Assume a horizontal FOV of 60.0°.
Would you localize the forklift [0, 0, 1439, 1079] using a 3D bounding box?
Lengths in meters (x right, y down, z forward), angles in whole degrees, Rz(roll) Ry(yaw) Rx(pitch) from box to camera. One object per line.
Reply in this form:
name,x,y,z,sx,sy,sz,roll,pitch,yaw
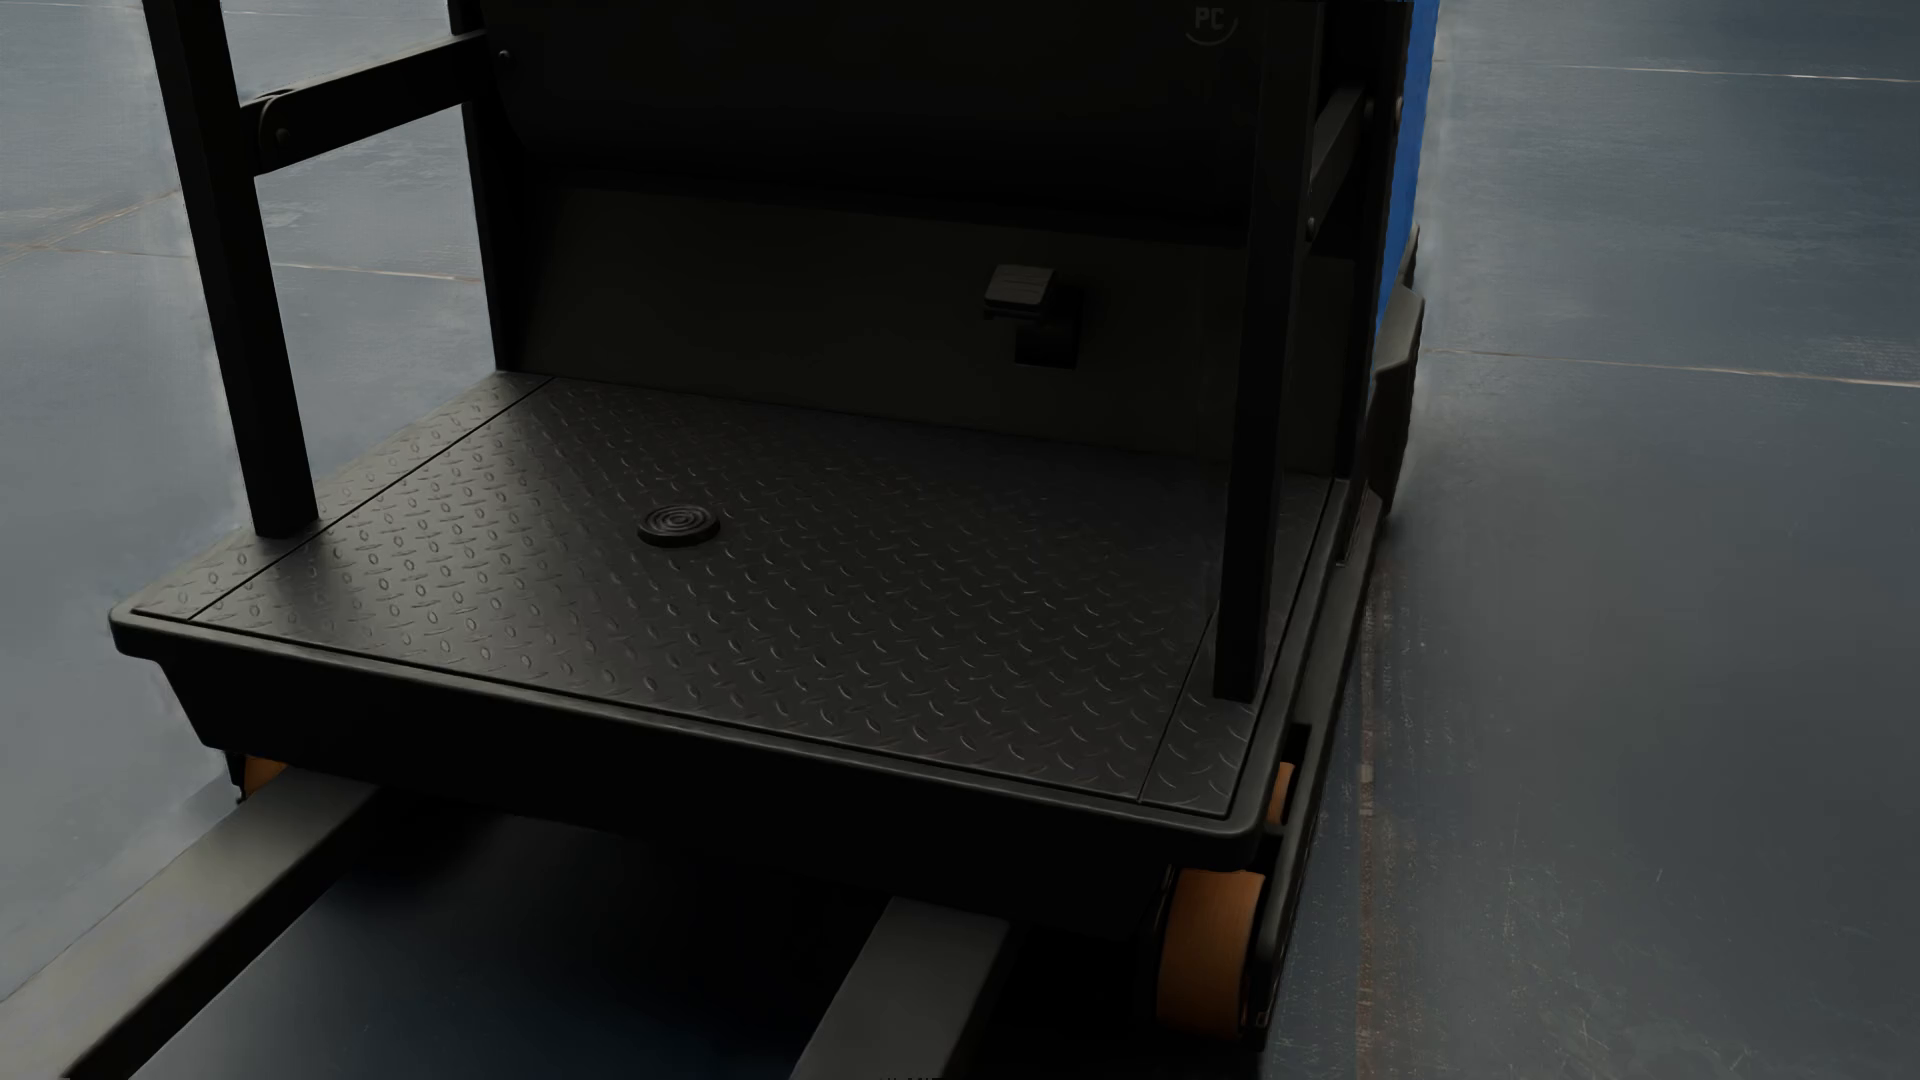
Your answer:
forklift,-0.146,-1.043,1.313,1.130,2.935,3.031,8,28,16
